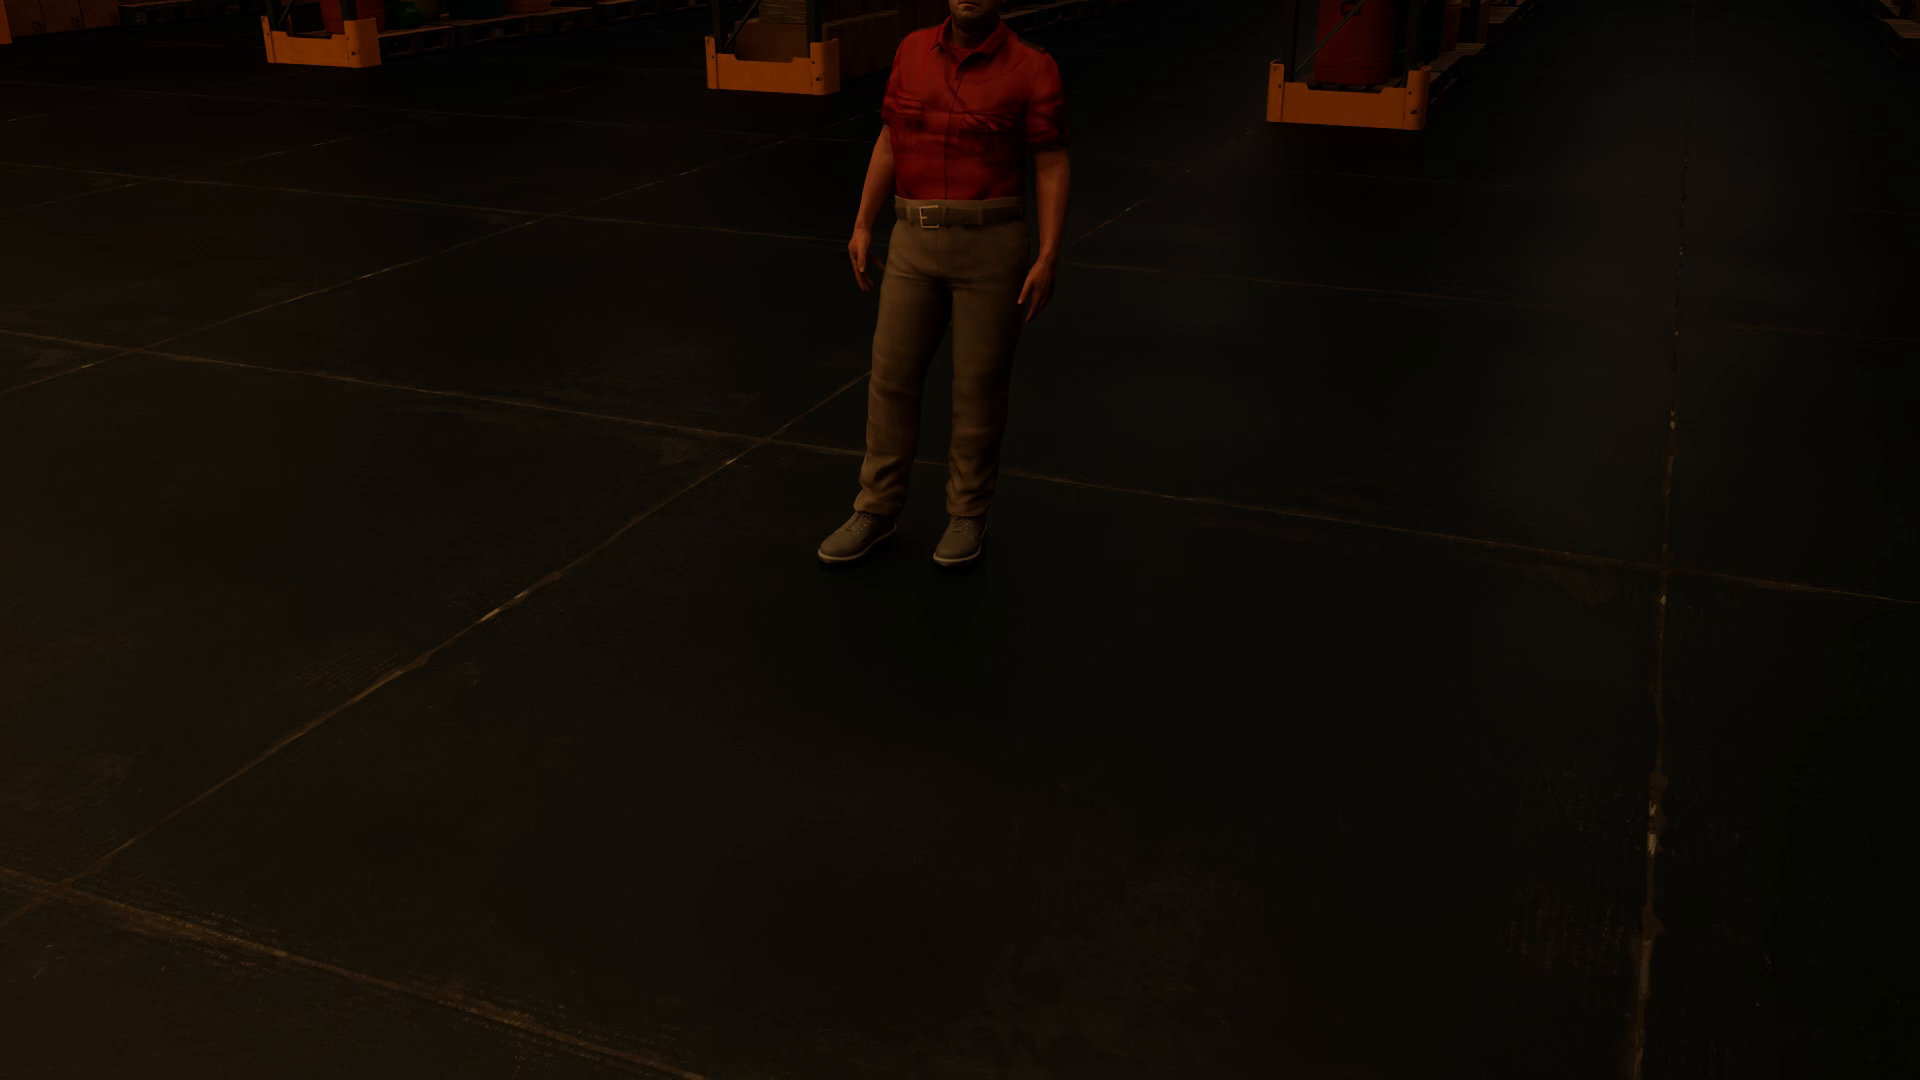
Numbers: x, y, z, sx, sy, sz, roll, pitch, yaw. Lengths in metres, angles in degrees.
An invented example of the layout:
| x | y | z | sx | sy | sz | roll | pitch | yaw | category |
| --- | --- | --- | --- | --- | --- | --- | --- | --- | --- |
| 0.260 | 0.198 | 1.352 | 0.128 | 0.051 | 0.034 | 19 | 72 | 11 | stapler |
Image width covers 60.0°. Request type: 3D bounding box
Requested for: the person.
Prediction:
| x | y | z | sx | sy | sz | roll | pitch | yaw | category |
| --- | --- | --- | --- | --- | --- | --- | --- | --- | --- |
| -0.045 | -0.775 | 4.684 | 0.641 | 1.728 | 0.550 | 9 | 24 | 21 | person |
